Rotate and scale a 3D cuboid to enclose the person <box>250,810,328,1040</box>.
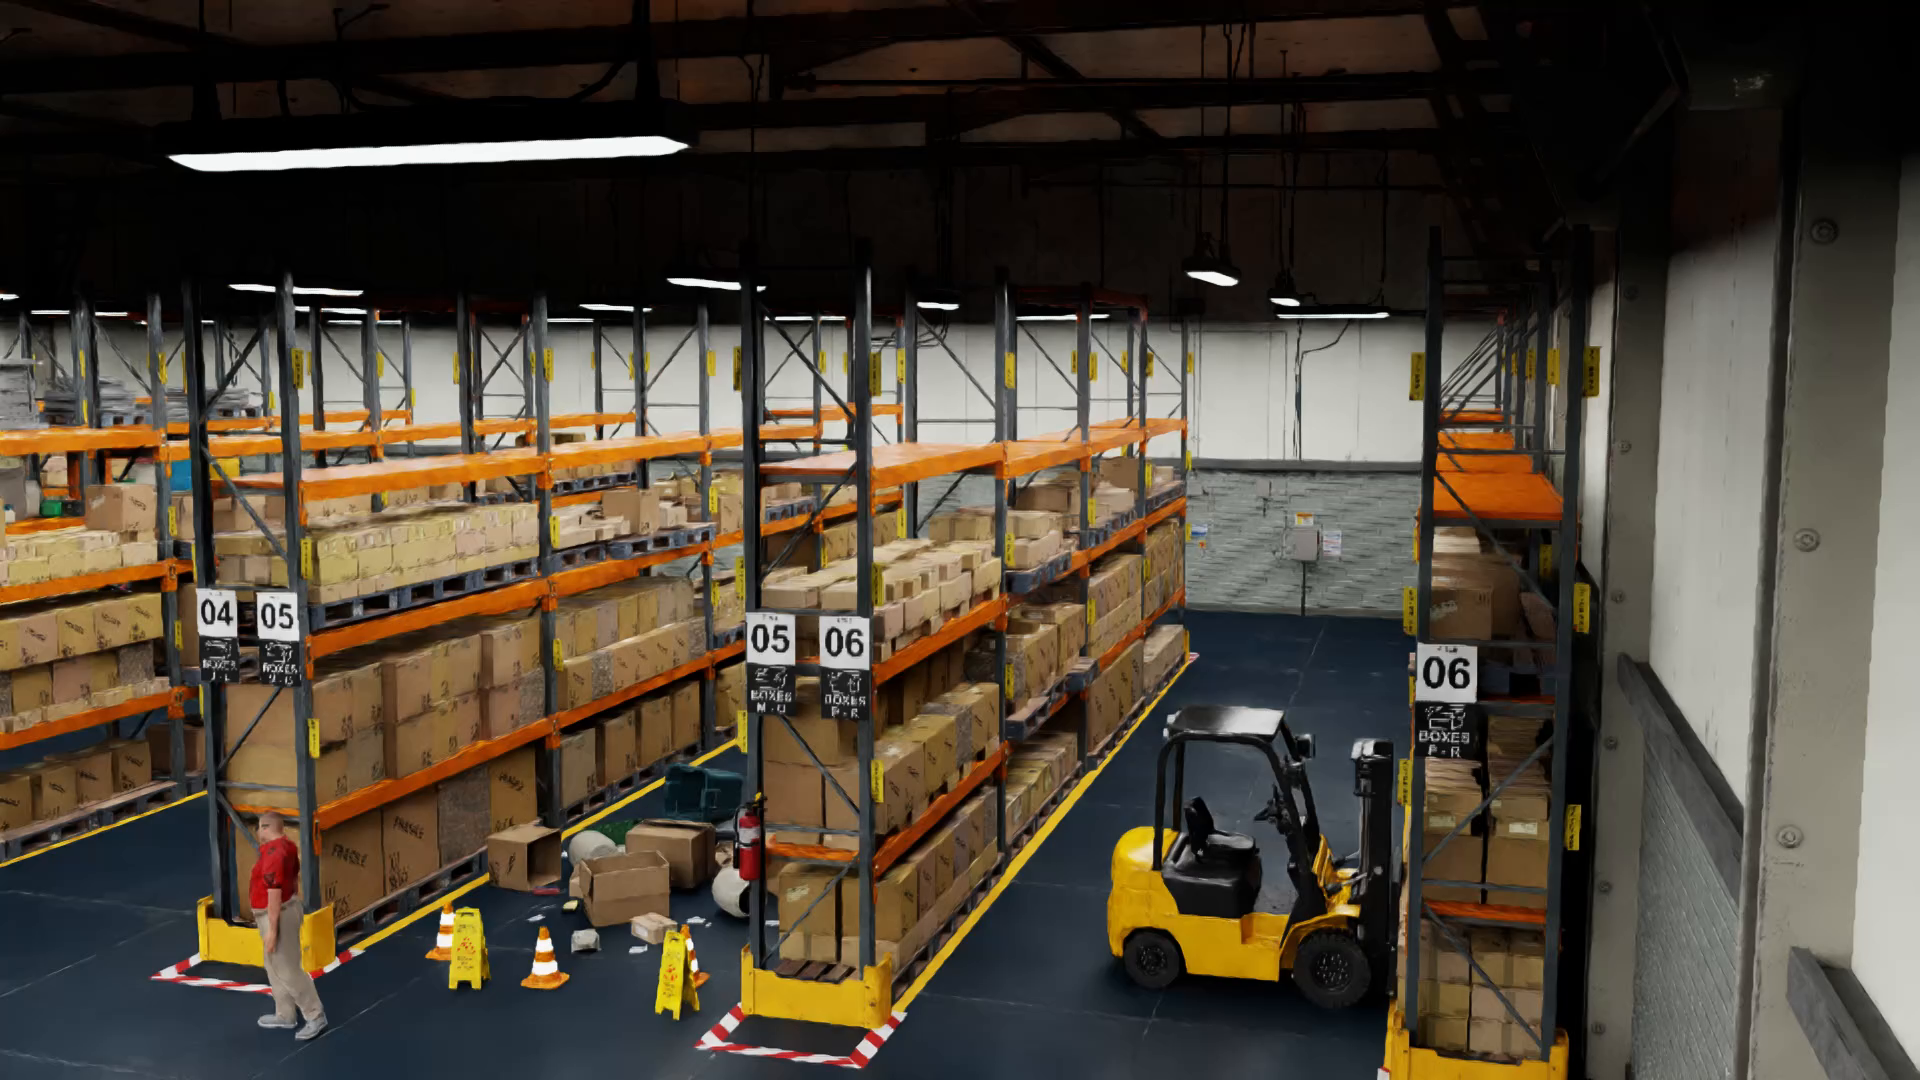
[{"bbox_3d":[-5.131,2.952,12.686,0.552,1.626,0.651,-1,7,-11],"label":"person"}]

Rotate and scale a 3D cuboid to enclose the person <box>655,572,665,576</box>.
[{"bbox_3d":[-4.991,1.279,27.983,0.566,1.541,0.519,1,7,13],"label":"person"}]
